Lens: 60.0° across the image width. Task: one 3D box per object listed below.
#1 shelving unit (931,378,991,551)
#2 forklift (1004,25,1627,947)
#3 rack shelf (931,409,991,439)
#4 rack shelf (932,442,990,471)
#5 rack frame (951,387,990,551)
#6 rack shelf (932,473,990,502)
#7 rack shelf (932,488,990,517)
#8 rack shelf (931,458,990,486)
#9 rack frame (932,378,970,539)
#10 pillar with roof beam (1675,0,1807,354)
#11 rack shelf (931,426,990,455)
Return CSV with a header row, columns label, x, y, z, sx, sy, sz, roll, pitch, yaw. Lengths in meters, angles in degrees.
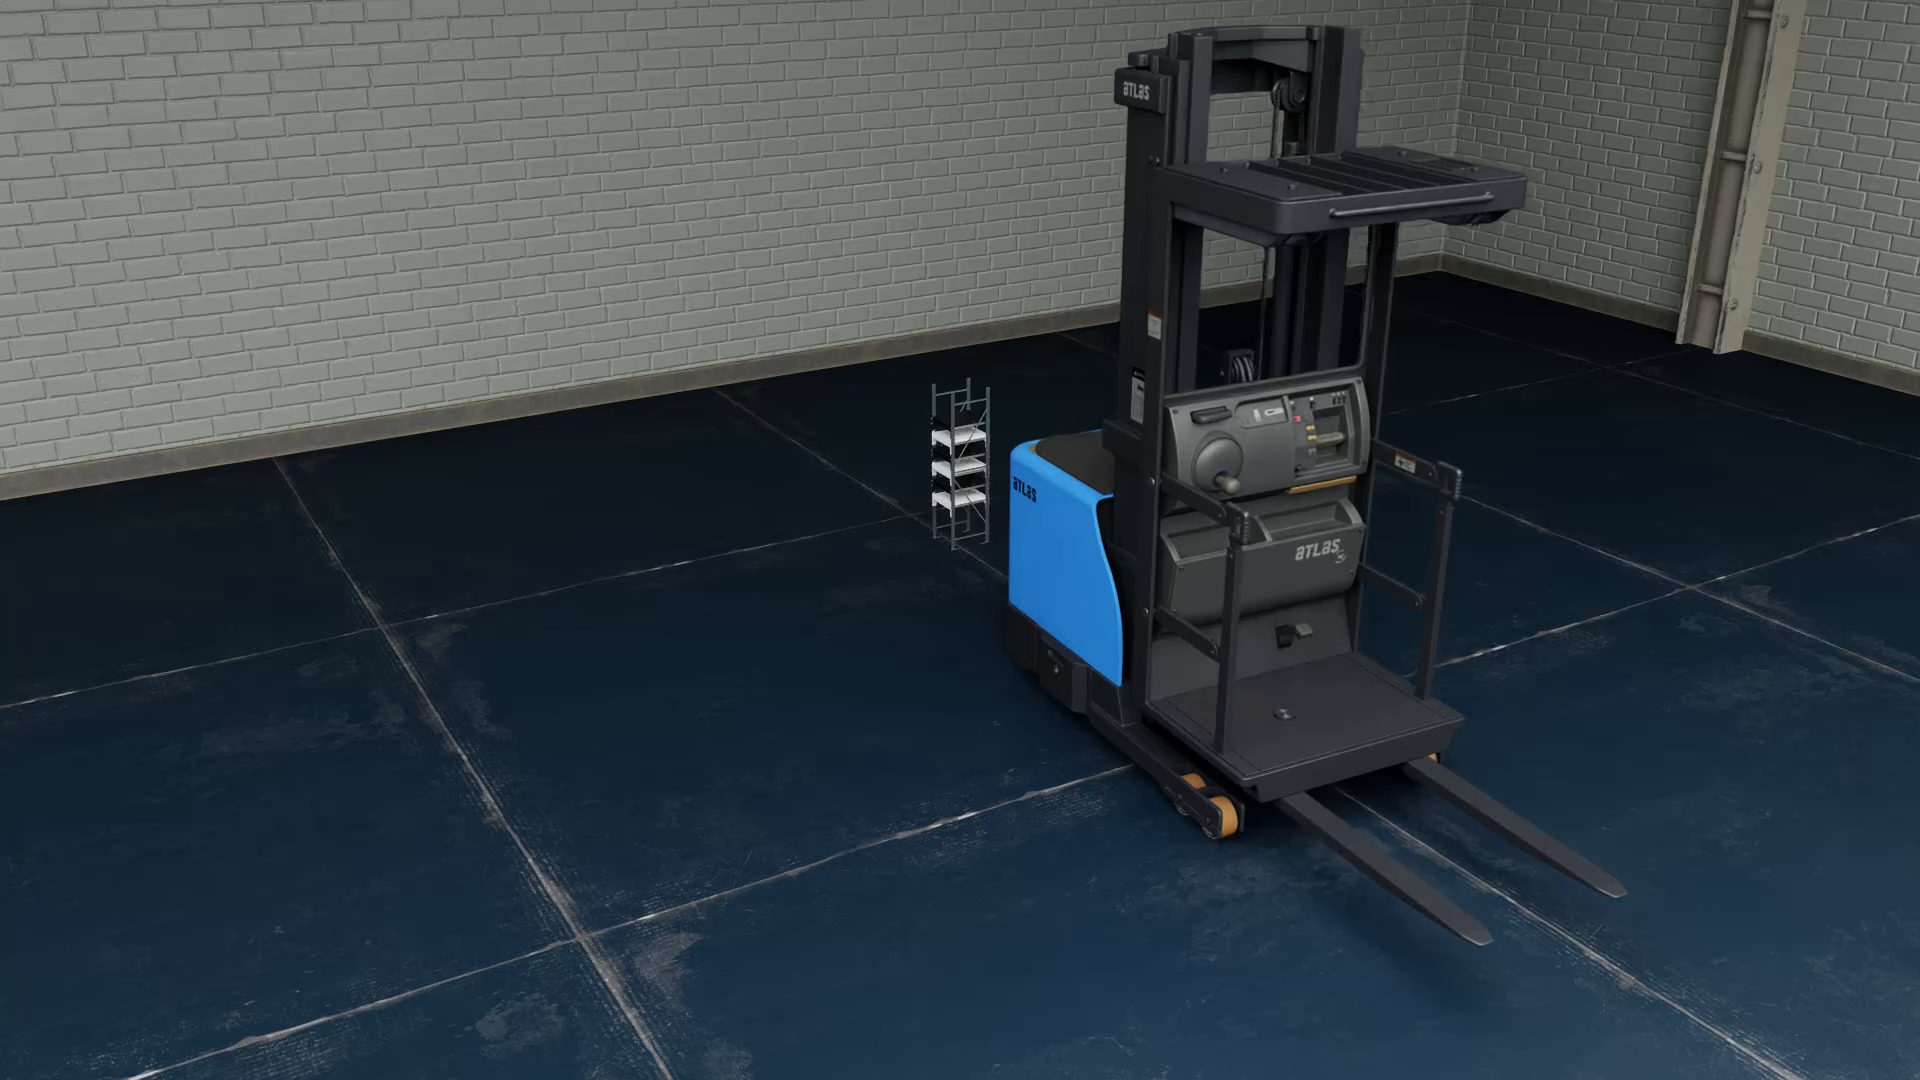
label,x,y,z,sx,sy,sz,roll,pitch,yaw
shelving unit,0.004,-0.414,9.136,0.258,0.900,0.210,-13,25,-28
forklift,1.323,-0.387,6.372,1.130,2.935,3.031,-11,24,-25
rack shelf,0.004,-0.633,9.046,0.258,0.077,0.200,-13,25,-28
rack shelf,0.004,-0.467,9.114,0.258,0.077,0.200,-13,25,-28
rack frame,0.056,-0.381,9.055,0.240,0.900,0.006,-13,25,-28
rack shelf,0.004,-0.300,9.182,0.258,0.077,0.200,-13,25,-28
rack shelf,0.004,-0.217,9.216,0.258,0.077,0.200,-13,25,-28
rack shelf,0.004,-0.383,9.148,0.258,0.077,0.200,-13,25,-28
rack frame,-0.048,-0.447,9.217,0.240,0.900,0.006,-13,25,-28
pillar with roof beam,2.183,-4.867,9.335,9.100,9.000,0.400,-13,25,-28
rack shelf,0.004,-0.550,9.080,0.258,0.077,0.200,-13,25,-28
